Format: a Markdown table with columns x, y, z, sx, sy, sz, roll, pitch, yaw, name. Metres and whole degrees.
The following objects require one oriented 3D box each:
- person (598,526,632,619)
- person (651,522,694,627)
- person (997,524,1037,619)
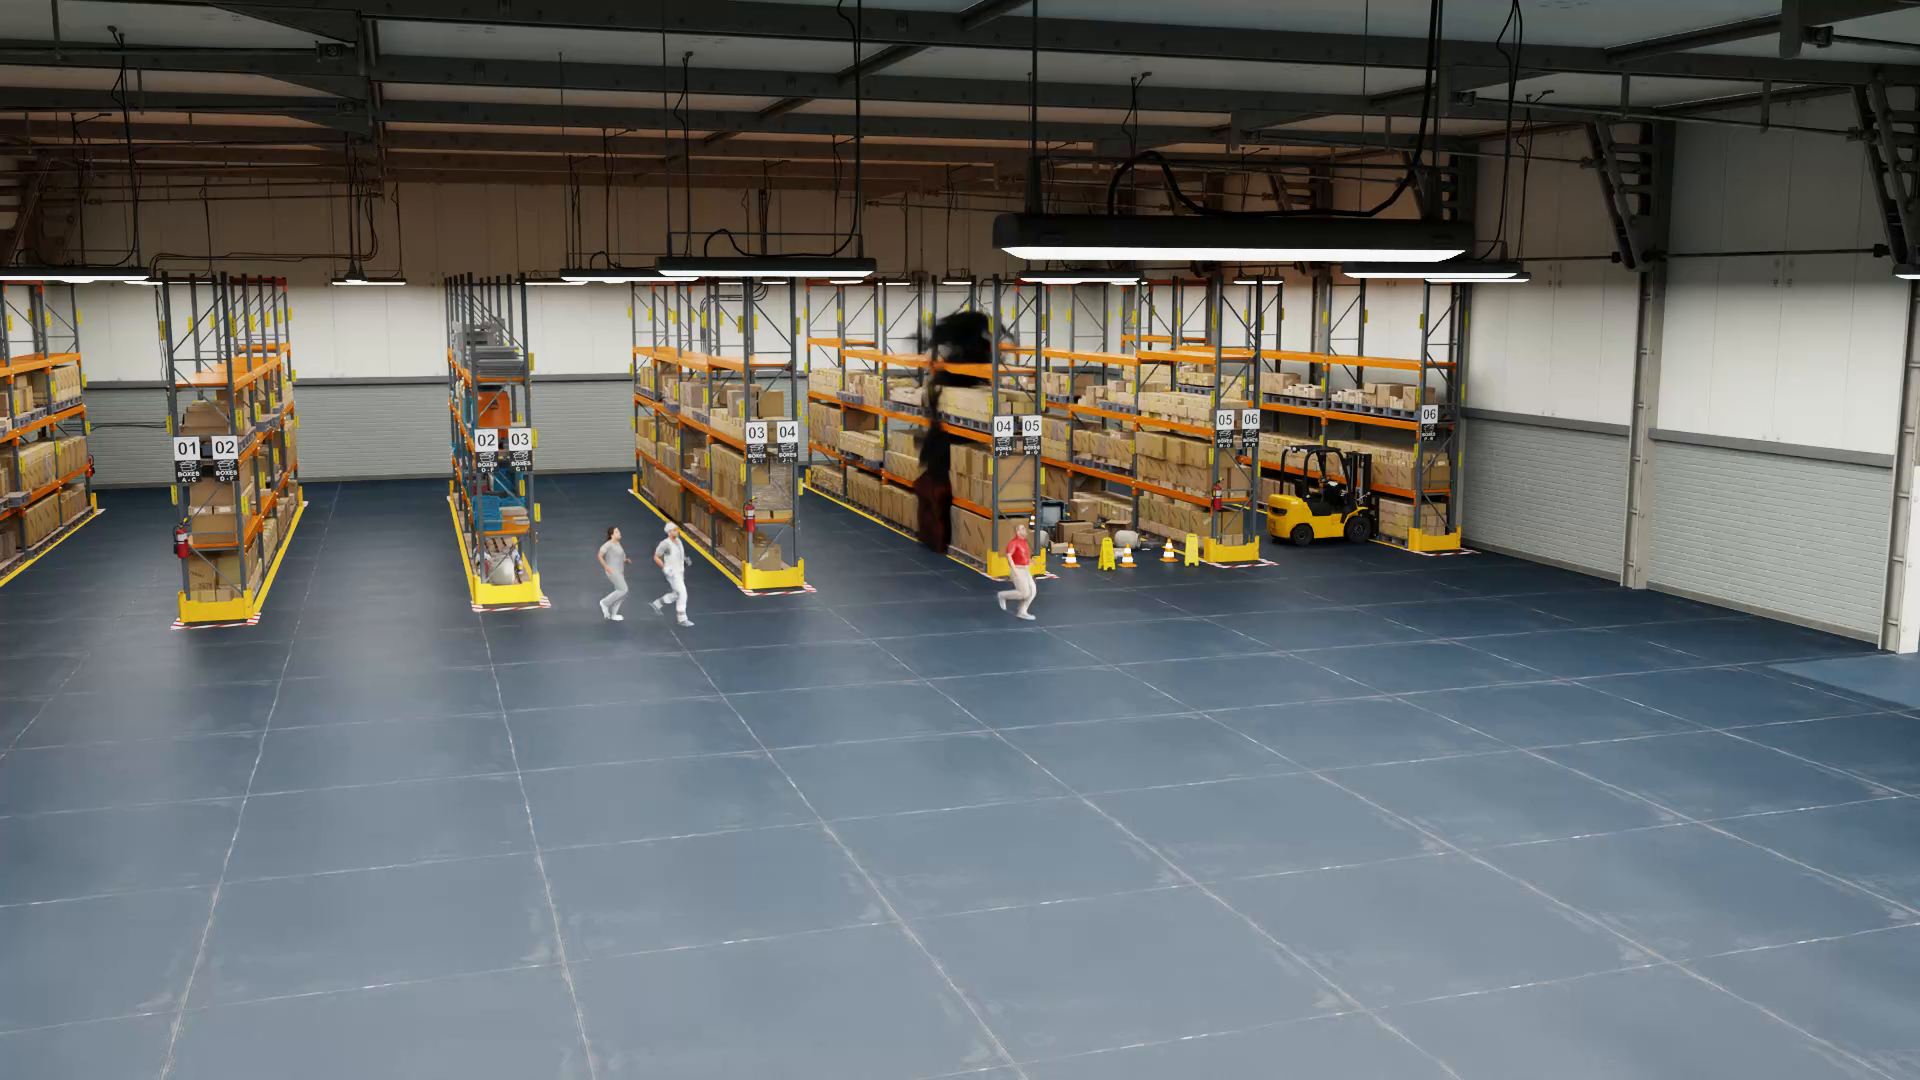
| x | y | z | sx | sy | sz | roll | pitch | yaw | name |
| --- | --- | --- | --- | --- | --- | --- | --- | --- | --- |
| -5.968 | 0.574 | 28.857 | 0.527 | 1.638 | 0.609 | 2 | 9 | 14 | person |
| -4.935 | 0.576 | 28.461 | 0.816 | 1.779 | 0.646 | 3 | 9 | 19 | person |
| 1.002 | 0.545 | 28.996 | 0.633 | 1.666 | 0.667 | 3 | 9 | 21 | person |
